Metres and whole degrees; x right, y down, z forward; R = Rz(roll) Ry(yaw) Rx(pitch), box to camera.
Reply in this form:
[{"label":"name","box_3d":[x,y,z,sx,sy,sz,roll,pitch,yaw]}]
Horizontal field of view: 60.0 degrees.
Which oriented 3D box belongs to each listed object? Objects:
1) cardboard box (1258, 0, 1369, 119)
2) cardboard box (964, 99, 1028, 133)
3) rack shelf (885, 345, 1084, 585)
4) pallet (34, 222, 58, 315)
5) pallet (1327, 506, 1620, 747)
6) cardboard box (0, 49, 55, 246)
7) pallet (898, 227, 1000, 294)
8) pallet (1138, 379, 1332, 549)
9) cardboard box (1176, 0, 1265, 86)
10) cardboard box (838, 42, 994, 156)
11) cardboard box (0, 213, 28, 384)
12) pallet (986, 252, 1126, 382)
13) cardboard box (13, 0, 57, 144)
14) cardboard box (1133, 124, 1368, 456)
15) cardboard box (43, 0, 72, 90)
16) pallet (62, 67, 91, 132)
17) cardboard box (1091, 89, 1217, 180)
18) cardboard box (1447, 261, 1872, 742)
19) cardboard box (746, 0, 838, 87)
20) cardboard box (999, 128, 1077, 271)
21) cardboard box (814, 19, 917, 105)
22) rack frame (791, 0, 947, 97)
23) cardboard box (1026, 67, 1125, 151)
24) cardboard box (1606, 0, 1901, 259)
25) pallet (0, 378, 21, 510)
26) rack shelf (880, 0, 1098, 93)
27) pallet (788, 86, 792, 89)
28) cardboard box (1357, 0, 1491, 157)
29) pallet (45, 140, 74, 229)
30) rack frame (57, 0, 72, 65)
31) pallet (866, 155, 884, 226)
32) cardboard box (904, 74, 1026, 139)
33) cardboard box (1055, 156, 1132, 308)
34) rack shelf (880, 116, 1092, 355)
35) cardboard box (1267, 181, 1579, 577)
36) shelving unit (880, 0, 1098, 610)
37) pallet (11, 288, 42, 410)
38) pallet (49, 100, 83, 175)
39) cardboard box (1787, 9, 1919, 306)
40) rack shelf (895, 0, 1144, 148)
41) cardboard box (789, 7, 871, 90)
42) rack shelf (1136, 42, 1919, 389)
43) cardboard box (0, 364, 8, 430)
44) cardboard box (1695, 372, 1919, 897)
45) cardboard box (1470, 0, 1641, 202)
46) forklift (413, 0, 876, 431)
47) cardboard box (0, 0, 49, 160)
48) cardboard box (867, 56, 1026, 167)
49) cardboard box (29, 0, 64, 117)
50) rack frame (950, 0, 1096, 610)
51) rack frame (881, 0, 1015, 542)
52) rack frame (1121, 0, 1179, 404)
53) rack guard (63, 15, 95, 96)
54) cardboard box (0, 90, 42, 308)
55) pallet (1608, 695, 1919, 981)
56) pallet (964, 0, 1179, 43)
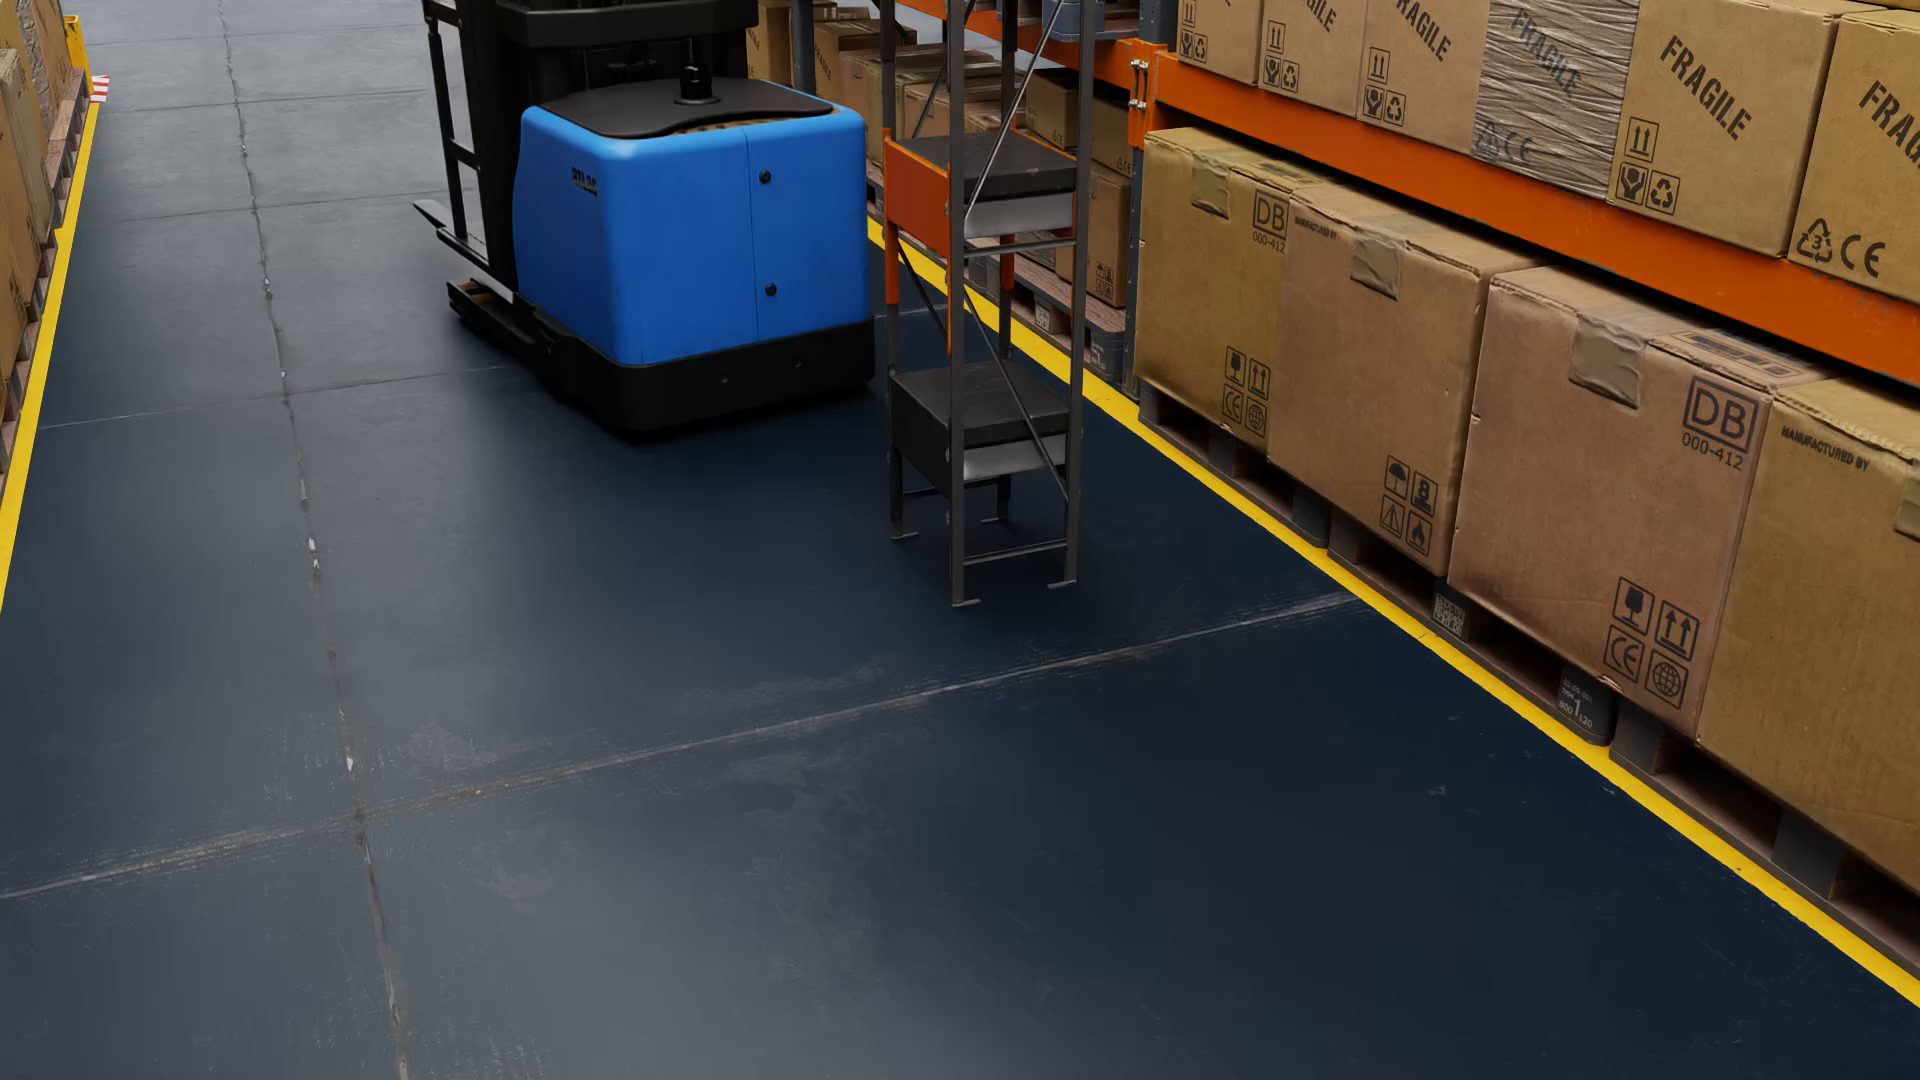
[{"label":"cardboard box","box_3d":[1.250,-1.569,4.930,0.500,0.500,0.500,-11,28,-22]},{"label":"cardboard box","box_3d":[0.368,-1.765,7.794,0.700,0.500,0.500,-8,27,-16]},{"label":"rack shelf","box_3d":[0.065,-0.235,4.966,0.431,0.518,0.480,-11,28,-21]},{"label":"pallet","box_3d":[-4.692,-1.226,7.521,1.003,0.211,1.213,-11,28,-21]},{"label":"pallet","box_3d":[1.819,0.102,4.801,1.003,0.211,1.213,-11,28,-21]},{"label":"cardboard box","box_3d":[-4.738,-1.720,7.440,1.050,0.750,0.750,-11,28,-21]},{"label":"pallet","box_3d":[0.327,-1.529,8.141,1.003,0.211,1.213,-11,28,-21]},{"label":"pallet","box_3d":[1.345,-0.390,5.808,1.003,0.211,1.213,-11,28,-21]},{"label":"cardboard box","box_3d":[1.046,-1.776,5.355,0.500,0.500,0.500,-10,28,-19]},{"label":"cardboard box","box_3d":[-0.240,-2.412,9.119,0.700,0.500,0.500,-13,29,-25]},{"label":"cardboard box","box_3d":[-3.999,-0.954,5.871,1.050,0.750,0.750,-10,28,-20]},{"label":"pallet","box_3d":[0.801,-1.037,7.133,1.003,0.211,1.213,-11,28,-21]},{"label":"cardboard box","box_3d":[-5.602,-2.641,9.183,0.875,0.875,0.875,-10,28,-20]},{"label":"cardboard box","box_3d":[1.357,-0.926,5.671,1.225,0.875,0.875,-12,28,-23]},{"label":"cardboard box","box_3d":[-6.304,-3.364,10.664,0.875,0.875,0.875,-10,28,-20]},{"label":"pallet","box_3d":[-6.245,-2.830,10.806,1.003,0.211,1.213,-11,28,-21]},{"label":"cardboard box","box_3d":[0.816,-1.651,6.706,0.500,0.250,0.500,-9,28,-19]},{"label":"cardboard box","box_3d":[2.053,-0.209,4.202,1.225,0.875,0.875,-12,28,-22]},{"label":"cardboard box","box_3d":[-1.127,-3.290,10.940,0.500,0.500,0.500,-13,29,-25]},{"label":"cardboard box","box_3d":[0.596,-1.538,7.328,0.700,0.500,0.500,-13,29,-25]},{"label":"cardboard box","box_3d":[-0.580,-2.823,9.983,0.500,0.500,0.500,-11,28,-22]},{"label":"rack frame","box_3d":[-0.460,-3.589,9.182,1.000,3.000,0.127,-11,28,-21]},{"label":"cardboard box","box_3d":[0.599,-1.863,7.141,0.500,0.250,0.500,-7,27,-15]},{"label":"cardboard box","box_3d":[1.840,-0.957,3.677,0.500,0.500,0.500,-11,28,-21]},{"label":"pallet","box_3d":[-3.737,-0.241,5.503,1.003,0.211,1.213,-11,28,-21]},{"label":"rack shelf","box_3d":[0.065,-1.493,4.351,0.431,0.518,0.480,-11,28,-21]},{"label":"pallet","box_3d":[-1.238,-3.094,11.347,1.003,0.211,1.213,-11,28,-21]},{"label":"cardboard box","box_3d":[1.454,-1.362,4.507,0.500,0.500,0.500,-11,28,-22]},{"label":"pallet","box_3d":[-5.290,-1.845,8.788,1.003,0.211,1.213,-11,28,-21]},{"label":"rack frame","box_3d":[-6.630,-4.393,10.828,1.000,3.000,0.127,-11,28,-21]},{"label":"pallet","box_3d":[-0.154,-2.022,9.151,1.003,0.211,1.213,-11,28,-21]},{"label":"cardboard box","box_3d":[0.149,-1.990,8.255,0.700,0.500,0.500,-13,29,-25]},{"label":"cardboard box","box_3d":[0.825,-1.316,6.874,0.700,0.500,0.500,-12,29,-23]},{"label":"rack shelf","box_3d":[0.065,-0.864,4.658,0.431,0.518,0.480,-11,28,-21]},{"label":"cardboard box","box_3d":[1.699,-0.565,4.931,1.225,0.875,0.875,-10,28,-20]},{"label":"shelving unit","box_3d":[0.065,-0.877,4.652,0.431,2.100,0.503,-11,28,-21]},{"label":"pallet","box_3d":[-4.211,-0.733,6.510,1.003,0.211,1.213,-11,28,-21]},{"label":"pallet","box_3d":[-5.771,-2.338,9.799,1.003,0.211,1.213,-11,28,-21]},{"label":"cardboard box","box_3d":[2.051,-0.747,3.248,0.500,0.500,0.500,-10,28,-19]},{"label":"rack shelf","box_3d":[0.323,-2.458,7.686,1.077,0.370,4.000,-11,28,-21]},{"label":"cardboard box","box_3d":[-0.812,-3.053,10.454,0.500,0.500,0.500,-2,26,-4]},{"label":"rack shelf","box_3d":[1.889,-0.844,4.379,1.077,0.370,4.000,-11,28,-21]},{"label":"cardboard box","box_3d":[-3.653,-0.602,5.150,1.050,0.750,0.750,-11,28,-21]},{"label":"cardboard box","box_3d":[2.403,0.152,3.464,1.225,0.875,0.875,-10,28,-20]},{"label":"cardboard box","box_3d":[1.648,-1.160,4.093,0.500,0.500,0.500,-10,28,-20]},{"label":"forklift","box_3d":[-1.557,-2.301,6.621,1.130,2.935,3.031,-16,30,-30]},{"label":"cardboard box","box_3d":[-5.246,-2.278,8.439,0.875,0.875,0.875,-10,28,-20]},{"label":"cardboard box","box_3d":[-0.070,-2.216,8.718,0.700,0.500,0.500,-11,28,-21]},{"label":"cardboard box","box_3d":[-5.957,-3.009,9.938,0.875,0.875,0.875,-11,28,-21]},{"label":"rack frame","box_3d":[0.160,-0.778,4.451,0.400,2.100,0.015,-11,28,-21]},{"label":"rack frame","box_3d":[-0.031,-0.975,4.854,0.400,2.100,0.015,-11,28,-21]},{"label":"rack frame","box_3d":[1.106,-1.974,5.875,1.000,3.000,0.127,-11,28,-21]},{"label":"rack guard","box_3d":[-6.640,-3.279,11.396,1.175,0.500,0.348,-11,28,-21]},{"label":"cardboard box","box_3d":[-4.364,-1.330,6.641,1.050,0.750,0.750,-11,28,-21]},{"label":"pallet","box_3d":[2.301,0.595,3.791,1.003,0.211,1.213,-11,28,-21]},{"label":"pallet","box_3d":[0.729,-2.158,6.469,1.213,0.211,1.003,-11,28,-21]}]
